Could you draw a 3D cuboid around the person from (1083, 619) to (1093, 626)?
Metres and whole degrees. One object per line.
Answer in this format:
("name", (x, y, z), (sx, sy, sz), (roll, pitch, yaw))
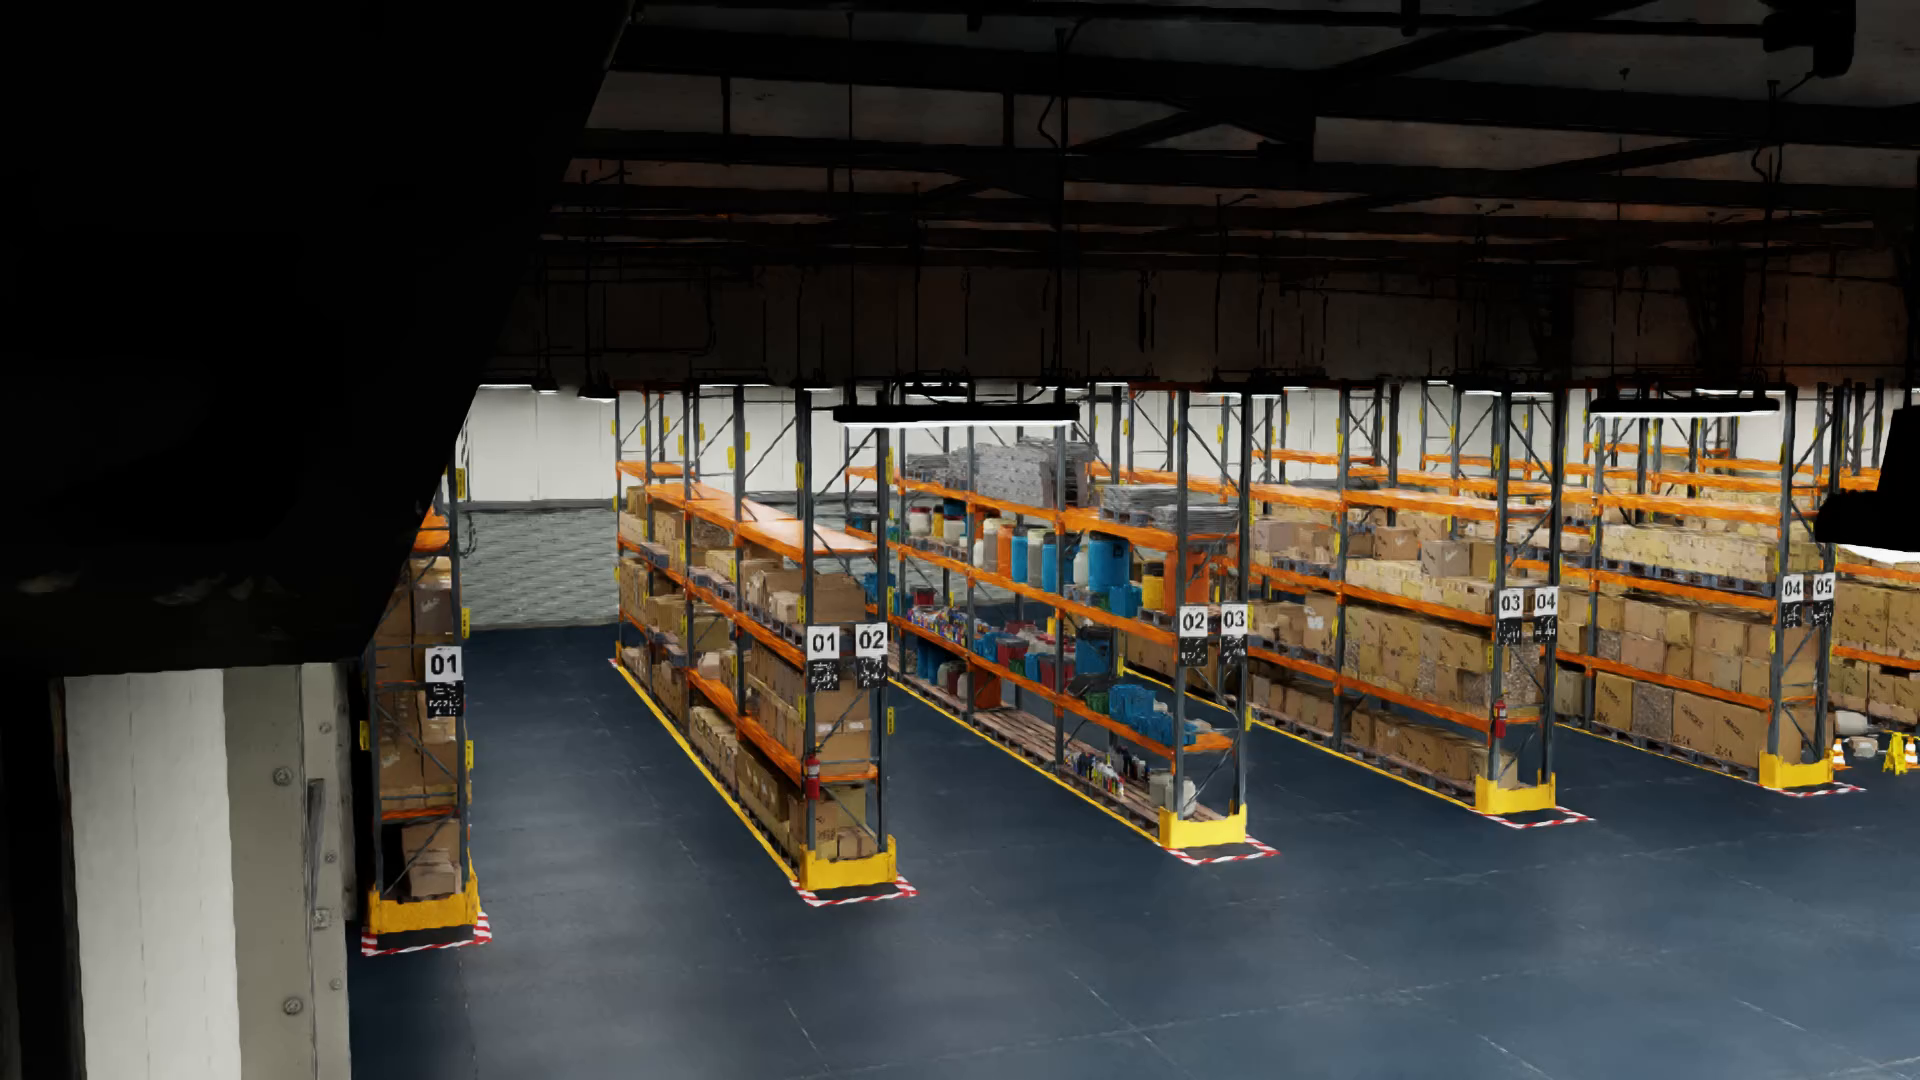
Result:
("person", (2.353, 2.276, 30.442), (0.463, 1.673, 0.577), (-6, 8, -44))

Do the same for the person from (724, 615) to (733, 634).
("person", (-5.014, 1.776, 35.405), (0.600, 1.630, 1.110), (-2, 6, -21))
